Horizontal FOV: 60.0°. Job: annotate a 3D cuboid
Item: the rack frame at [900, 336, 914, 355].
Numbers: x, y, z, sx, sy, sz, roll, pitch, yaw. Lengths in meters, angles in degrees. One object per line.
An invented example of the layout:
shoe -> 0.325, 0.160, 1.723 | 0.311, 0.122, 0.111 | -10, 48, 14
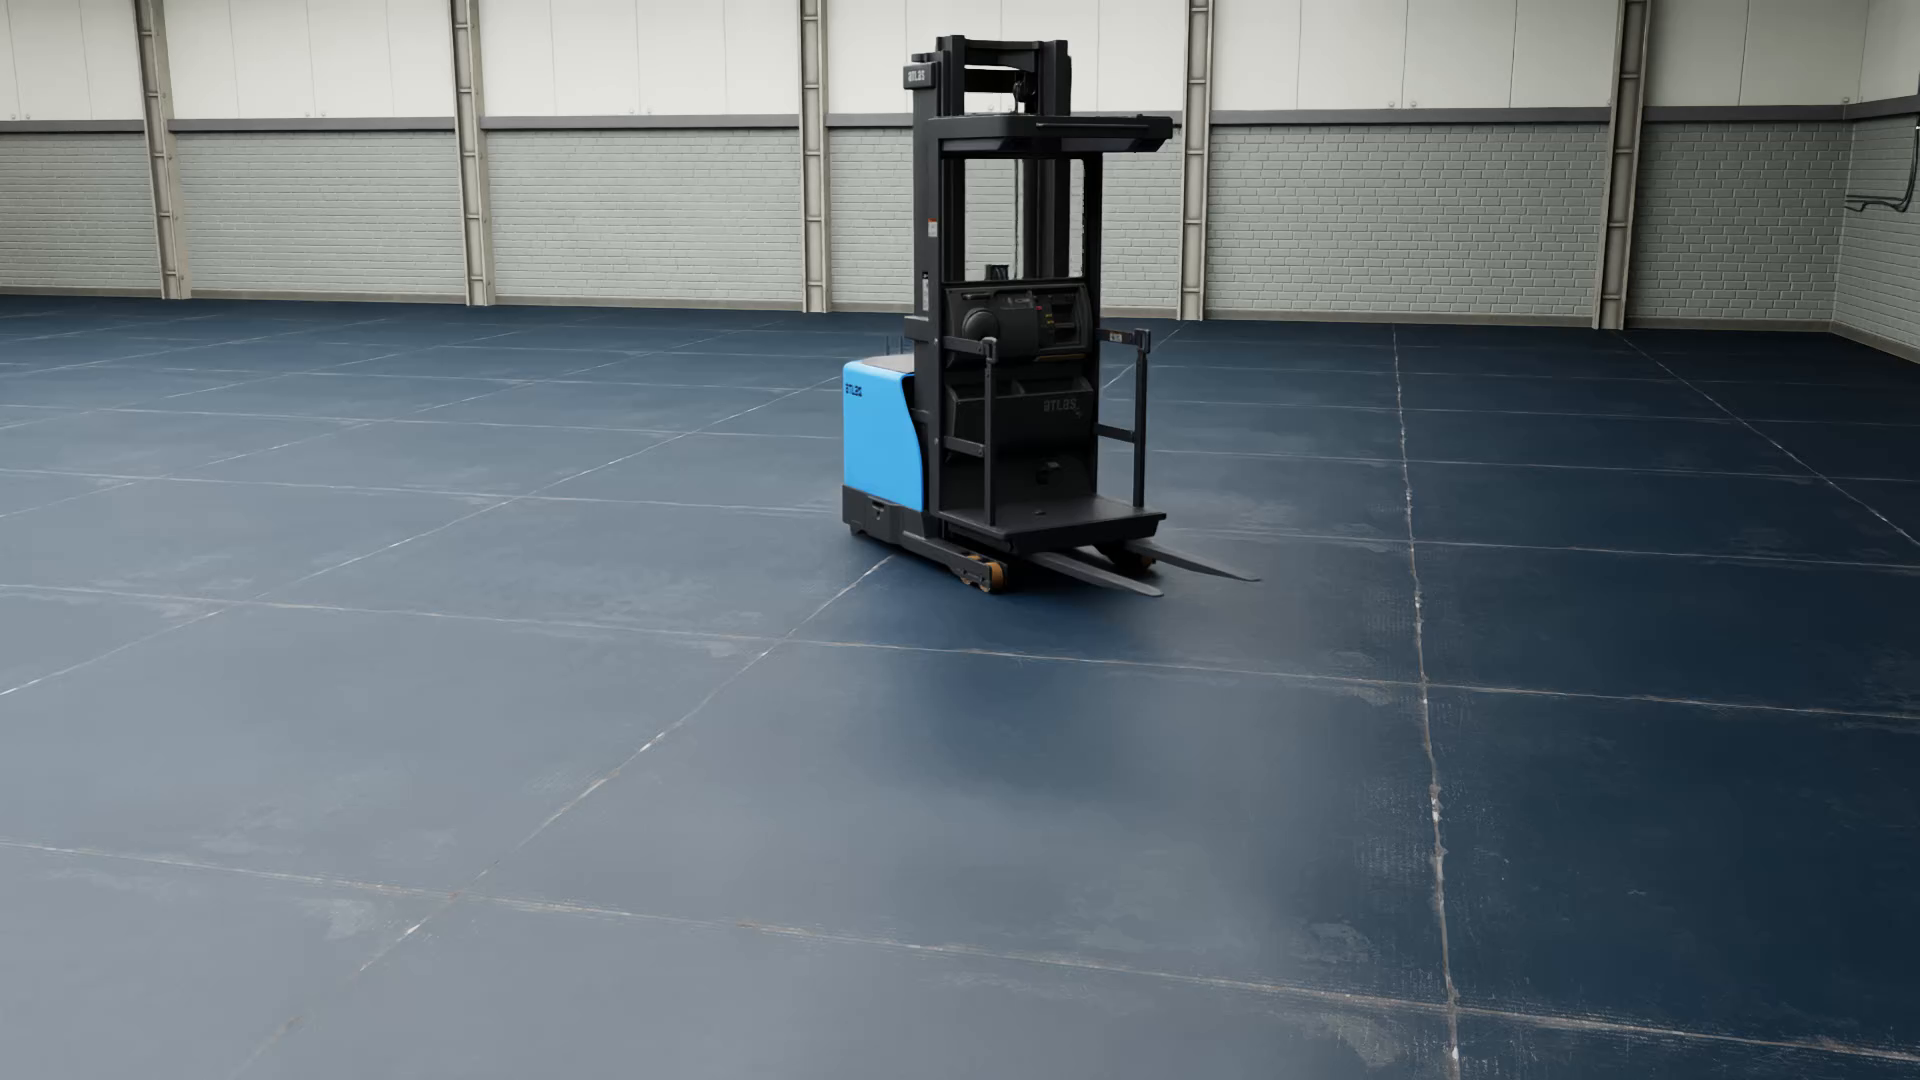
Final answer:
rack frame -> -0.275, -0.708, 10.653 | 0.240, 1.200, 0.006 | -7, 14, -30

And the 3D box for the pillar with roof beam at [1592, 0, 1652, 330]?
pillar with roof beam -> 8.321, -6.546, 18.962 | 0.400, 9.000, 9.100 | 3, 13, 14

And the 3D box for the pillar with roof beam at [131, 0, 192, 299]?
pillar with roof beam -> -14.980, -7.792, 24.576 | 0.400, 9.000, 9.100 | 3, 13, 14

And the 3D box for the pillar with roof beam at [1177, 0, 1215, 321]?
pillar with roof beam -> 2.496, -6.857, 20.366 | 0.400, 9.000, 9.100 | 3, 13, 14

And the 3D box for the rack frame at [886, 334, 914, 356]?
rack frame -> -0.369, -0.742, 10.806 | 0.240, 1.200, 0.006 | -7, 14, -30

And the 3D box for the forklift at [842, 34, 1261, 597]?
forklift -> 0.450, -1.263, 9.159 | 1.130, 2.935, 3.031 | -7, 14, -30

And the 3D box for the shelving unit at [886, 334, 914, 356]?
shelving unit -> -0.322, -0.725, 10.729 | 0.258, 1.200, 0.189 | -7, 14, -30

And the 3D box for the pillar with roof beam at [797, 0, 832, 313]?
pillar with roof beam -> -3.329, -7.169, 21.769 | 0.400, 9.000, 9.100 | 3, 13, 14

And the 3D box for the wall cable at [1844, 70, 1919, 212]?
wall cable -> 11.896, -5.504, 21.437 | 0.112, 2.526, 3.097 | 3, 13, 14

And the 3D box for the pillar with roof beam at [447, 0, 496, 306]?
pillar with roof beam -> -9.154, -7.480, 23.173 | 0.400, 9.000, 9.100 | 3, 13, 14
